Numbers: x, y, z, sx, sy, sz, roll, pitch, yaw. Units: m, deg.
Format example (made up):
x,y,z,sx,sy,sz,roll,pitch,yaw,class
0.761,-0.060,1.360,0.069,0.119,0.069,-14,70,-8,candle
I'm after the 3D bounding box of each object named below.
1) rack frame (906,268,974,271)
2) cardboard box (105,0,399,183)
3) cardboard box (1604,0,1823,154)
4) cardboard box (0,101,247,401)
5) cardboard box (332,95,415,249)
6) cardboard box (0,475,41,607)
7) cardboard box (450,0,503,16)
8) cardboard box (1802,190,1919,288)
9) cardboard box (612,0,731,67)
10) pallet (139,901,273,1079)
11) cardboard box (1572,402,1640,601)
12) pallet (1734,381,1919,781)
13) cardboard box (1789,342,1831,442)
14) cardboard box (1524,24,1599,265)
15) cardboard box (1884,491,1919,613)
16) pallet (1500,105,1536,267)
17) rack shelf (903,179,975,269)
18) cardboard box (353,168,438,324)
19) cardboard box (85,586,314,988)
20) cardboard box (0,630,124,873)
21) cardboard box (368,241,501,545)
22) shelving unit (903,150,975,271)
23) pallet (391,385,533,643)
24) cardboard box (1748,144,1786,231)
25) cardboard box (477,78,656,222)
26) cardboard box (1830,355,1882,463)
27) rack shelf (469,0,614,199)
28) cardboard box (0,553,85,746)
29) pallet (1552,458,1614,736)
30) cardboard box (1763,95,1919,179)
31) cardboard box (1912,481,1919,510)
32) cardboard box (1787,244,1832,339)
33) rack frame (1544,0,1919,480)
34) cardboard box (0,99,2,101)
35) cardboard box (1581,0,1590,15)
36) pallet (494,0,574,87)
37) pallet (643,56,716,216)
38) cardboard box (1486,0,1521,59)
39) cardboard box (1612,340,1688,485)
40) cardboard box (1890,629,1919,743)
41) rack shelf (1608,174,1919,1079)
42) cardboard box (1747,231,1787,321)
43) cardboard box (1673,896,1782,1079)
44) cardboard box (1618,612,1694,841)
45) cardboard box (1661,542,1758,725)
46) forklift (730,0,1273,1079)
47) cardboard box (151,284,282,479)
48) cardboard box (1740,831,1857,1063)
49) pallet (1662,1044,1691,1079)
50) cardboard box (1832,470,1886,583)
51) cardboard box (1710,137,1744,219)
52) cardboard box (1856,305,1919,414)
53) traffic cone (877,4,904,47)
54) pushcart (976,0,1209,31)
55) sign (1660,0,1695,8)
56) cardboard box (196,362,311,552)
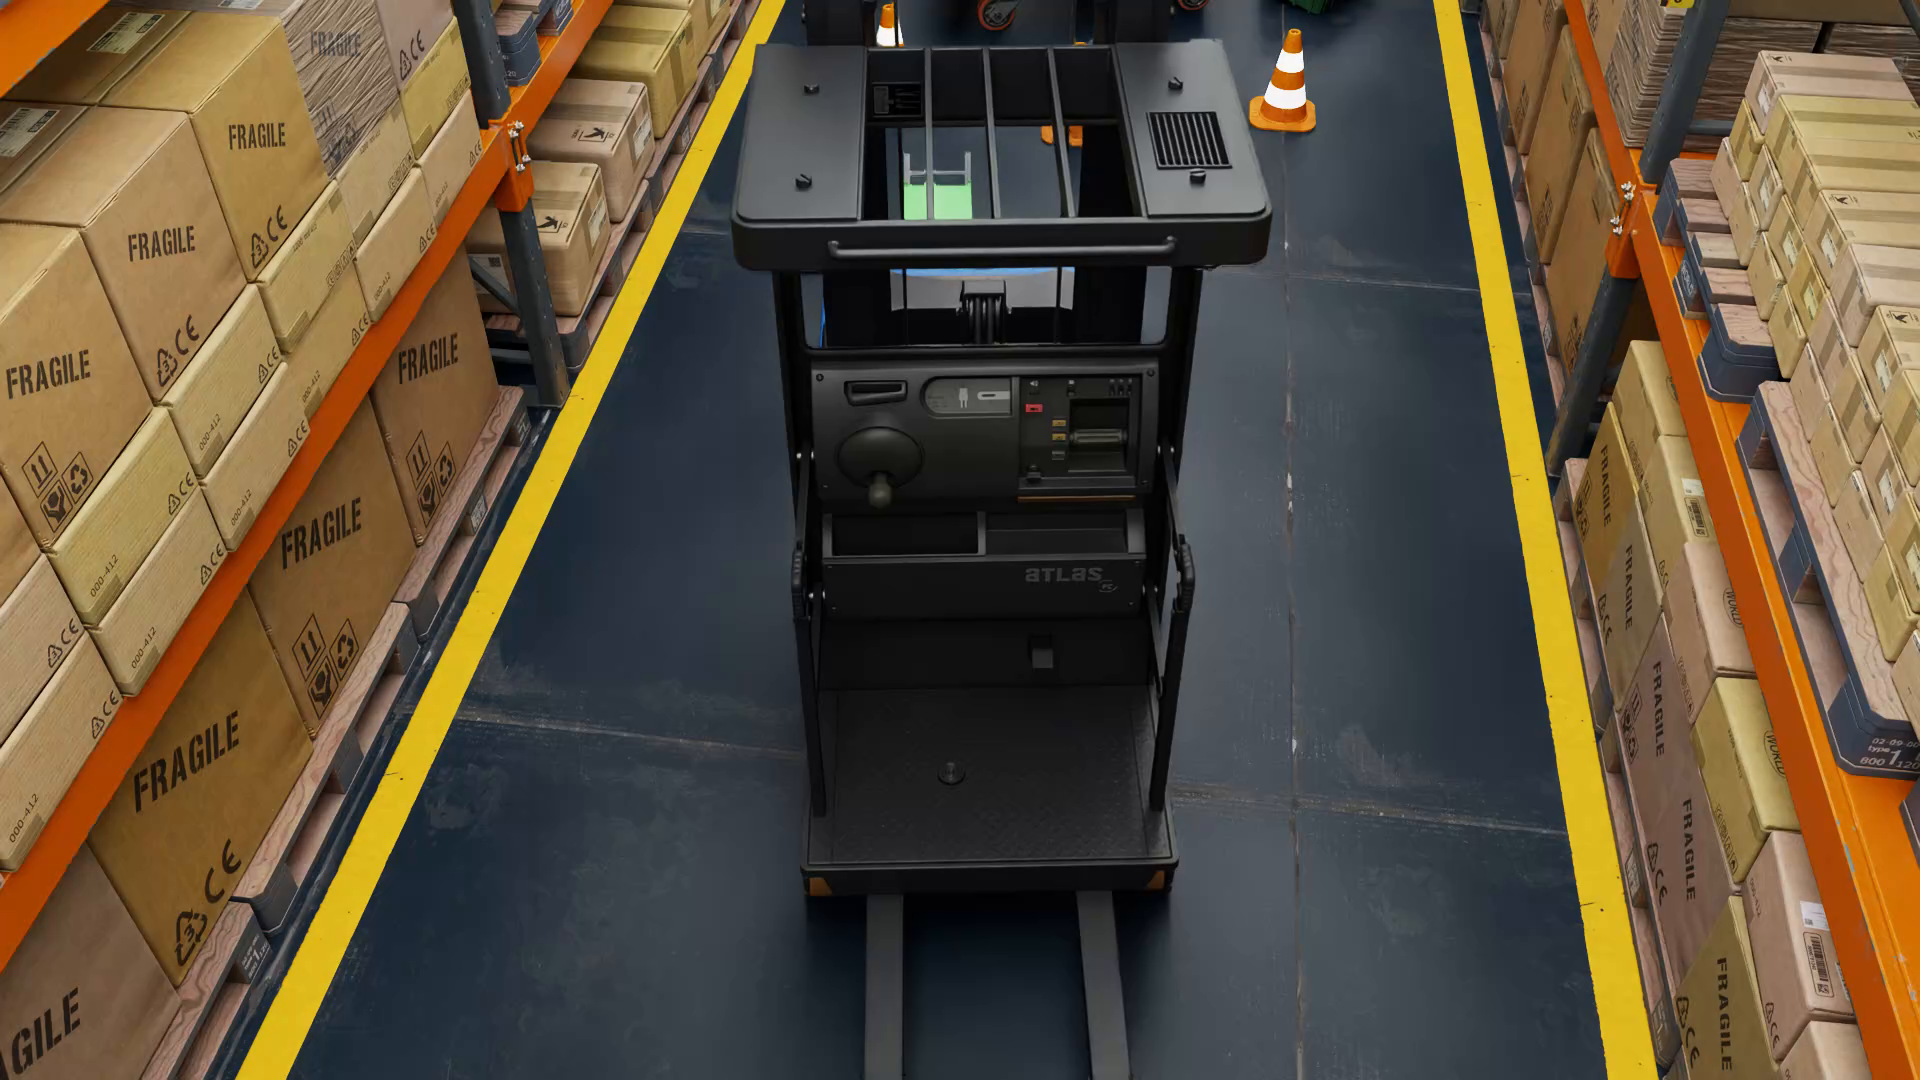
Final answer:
x,y,z,sx,sy,sz,roll,pitch,yaw,class
-0.071,-0.625,6.037,0.240,1.200,0.015,-1,43,-1,rack frame
-1.985,-1.381,4.727,0.500,0.500,0.500,6,44,6,cardboard box
2.597,-1.695,5.785,0.500,0.500,0.500,5,44,6,cardboard box
-2.132,-0.699,4.006,0.500,0.500,0.500,5,44,5,cardboard box
-1.993,-1.132,5.009,0.500,0.250,0.500,4,44,4,cardboard box
-2.262,-0.004,3.273,0.500,0.500,0.500,5,44,5,cardboard box
-1.889,-1.974,6.030,0.380,0.149,0.250,3,44,3,cardboard box
2.445,-0.776,4.333,0.380,0.149,0.250,4,44,4,cardboard box
-1.746,-2.784,8.615,0.950,0.372,0.625,8,44,8,cardboard box
-2.618,1.498,4.514,1.003,0.211,1.213,5,44,6,pallet
2.457,-0.113,5.700,0.500,0.500,0.500,4,44,4,cardboard box
2.582,0.096,4.107,1.003,0.211,1.213,5,44,6,pallet
2.406,-0.369,4.335,0.380,0.149,0.250,7,44,7,cardboard box
3.085,-1.665,7.158,1.050,0.750,0.750,6,44,6,cardboard box
2.302,0.042,3.685,0.380,0.149,0.250,5,44,6,cardboard box
3.146,-1.674,7.864,1.003,0.211,1.213,5,44,6,pallet
-0.077,-1.095,5.929,0.258,0.148,0.480,-1,43,-1,rack shelf
-1.978,-0.936,5.166,0.500,0.250,0.500,6,44,6,cardboard box
-2.531,0.591,4.684,0.875,0.875,0.875,6,44,7,cardboard box
-2.259,0.444,3.709,0.500,0.250,0.500,4,44,4,cardboard box
-2.290,-0.626,5.969,0.875,0.875,0.875,5,44,5,cardboard box
-0.077,-0.793,6.215,0.258,1.200,0.503,-1,43,-1,shelving unit
-2.295,-0.165,6.271,1.003,0.211,1.213,5,44,6,pallet
2.507,-1.000,4.785,0.380,0.149,0.250,7,44,8,cardboard box
-1.942,-1.794,7.569,0.950,0.372,0.625,4,44,5,cardboard box
2.372,-0.307,4.054,0.380,0.149,0.250,5,44,5,cardboard box
-1.852,-2.810,7.559,1.077,0.370,4.000,5,44,6,rack shelf
-2.267,0.259,3.540,0.500,0.250,0.500,6,44,6,cardboard box
2.699,0.218,5.866,1.003,0.211,1.213,5,44,6,pallet
2.517,-1.123,4.699,0.380,0.149,0.250,4,44,4,cardboard box
2.307,-0.058,3.574,0.380,0.149,0.250,3,44,4,cardboard box
2.442,-0.646,4.411,0.380,0.149,0.250,5,44,6,cardboard box
2.803,-1.327,5.470,1.000,3.000,0.127,5,44,6,rack frame
-2.564,-1.103,4.434,0.500,0.500,0.500,6,44,7,cardboard box
2.730,-2.375,6.504,0.500,0.500,0.500,5,44,5,cardboard box
-2.128,-2.134,6.461,1.213,0.211,1.003,5,44,6,pallet
-1.848,-2.057,8.269,1.003,0.211,1.213,5,44,6,pallet
3.339,-2.957,8.522,1.050,0.750,0.750,5,44,5,cardboard box
2.472,-0.396,5.454,0.500,0.250,0.500,3,44,4,cardboard box
2.264,0.342,3.585,0.380,0.149,0.250,4,44,4,cardboard box
2.539,0.297,4.278,1.077,0.370,4.000,5,44,6,rack shelf
2.473,-0.735,4.722,0.380,0.149,0.250,7,44,8,cardboard box
2.191,1.277,4.232,0.500,0.500,0.500,4,44,5,cardboard box
2.331,0.580,4.968,0.500,0.500,0.500,4,44,4,cardboard box
2.327,0.286,4.734,0.500,0.250,0.500,6,44,6,cardboard box
0.076,-0.200,4.329,1.130,2.935,3.031,-1,43,-1,forklift
-2.109,-0.427,4.265,0.500,0.250,0.500,4,44,4,cardboard box
2.204,1.002,3.977,0.500,0.250,0.500,7,44,7,cardboard box
2.376,1.881,4.110,1.003,0.211,1.213,5,44,6,pallet
2.335,-0.021,3.967,0.380,0.149,0.250,4,44,4,cardboard box
2.544,-1.102,5.109,0.380,0.149,0.250,5,44,5,cardboard box
2.378,-0.411,3.947,0.380,0.149,0.250,6,44,7,cardboard box
-0.364,-2.541,8.597,0.336,0.463,0.334,5,44,6,traffic cone
0.679,-3.309,9.470,1.648,0.377,0.936,-9,44,-9,pushcart
2.253,-1.796,5.123,0.100,0.325,0.005,5,44,6,sign
-2.100,-0.244,4.435,0.500,0.250,0.500,5,44,5,cardboard box
